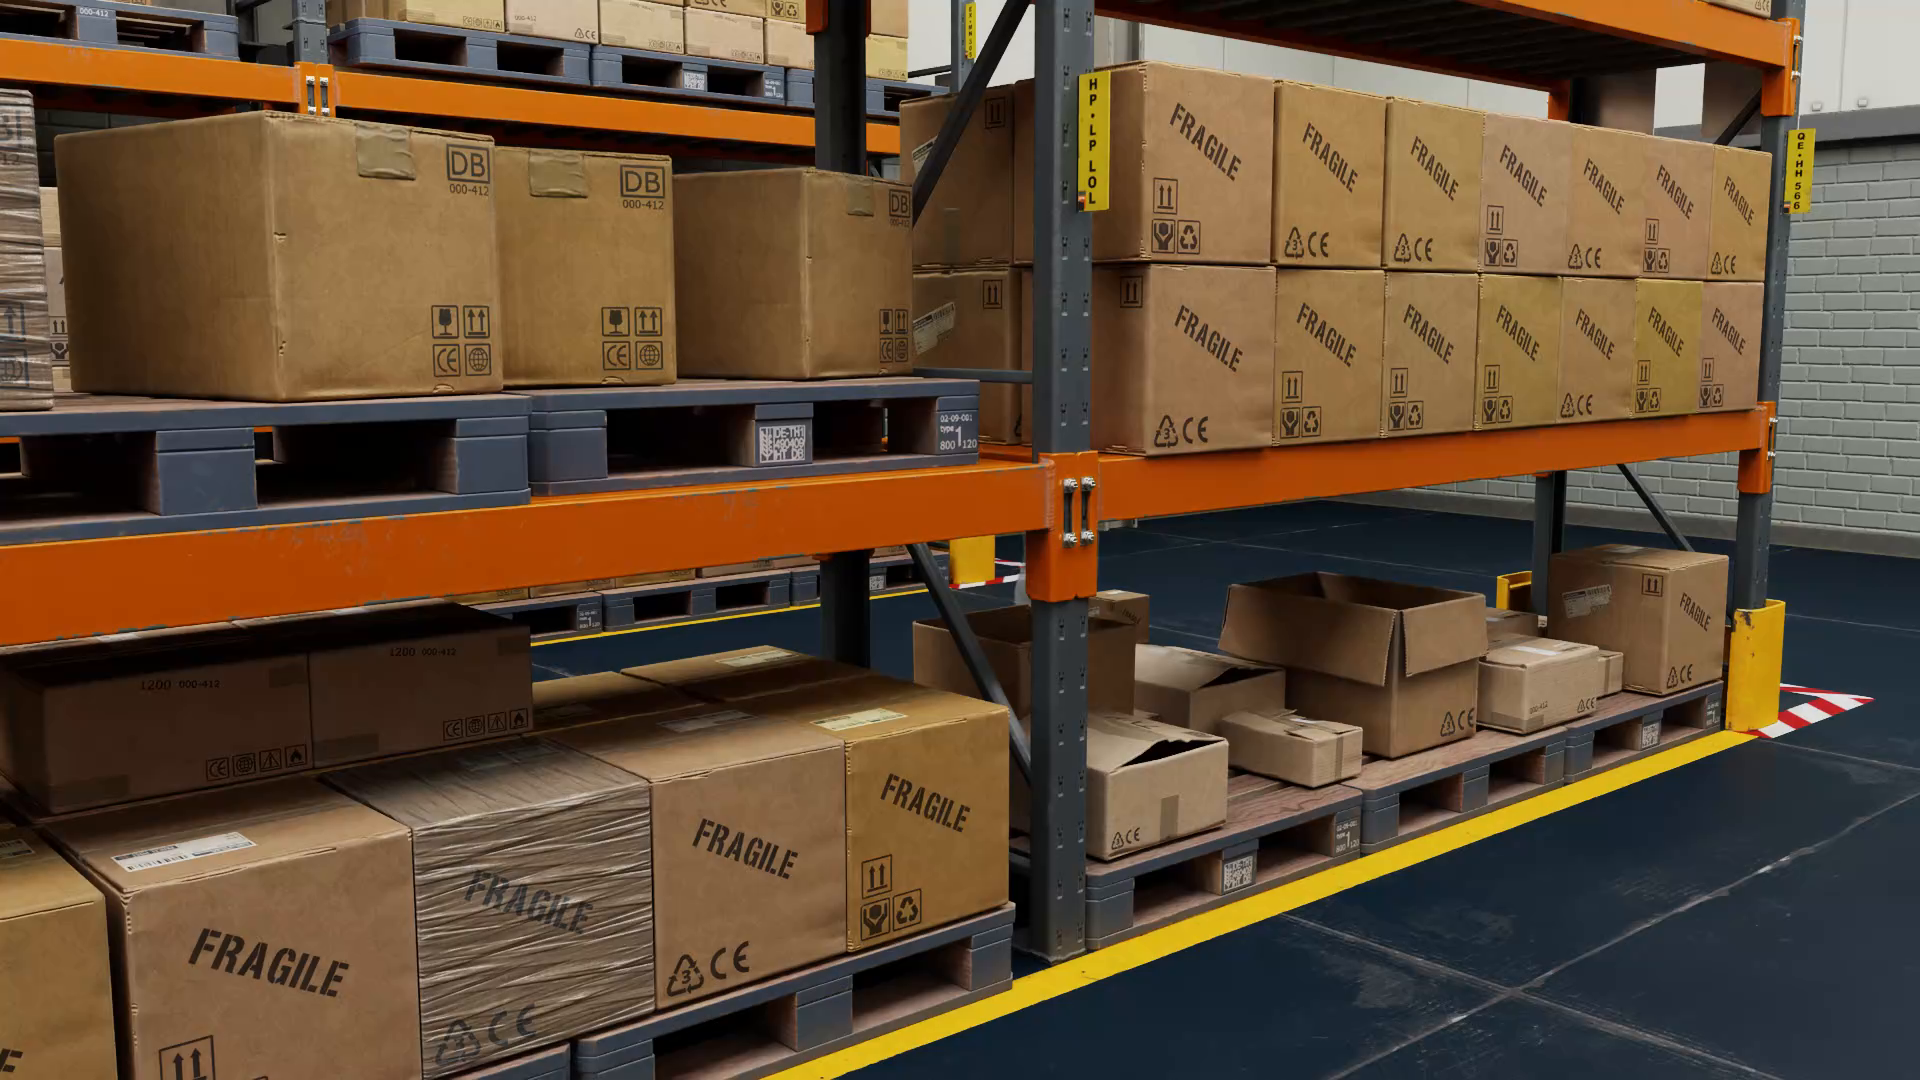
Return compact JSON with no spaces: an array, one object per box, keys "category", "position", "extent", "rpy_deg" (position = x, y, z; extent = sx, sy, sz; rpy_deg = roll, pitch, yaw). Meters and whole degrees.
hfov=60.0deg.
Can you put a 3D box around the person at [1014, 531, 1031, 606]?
[{"category":"person","position":[0.432,-0.252,8.210],"extent":[0.342,1.696,0.466],"rpy_deg":[-6,10,-39]}]
